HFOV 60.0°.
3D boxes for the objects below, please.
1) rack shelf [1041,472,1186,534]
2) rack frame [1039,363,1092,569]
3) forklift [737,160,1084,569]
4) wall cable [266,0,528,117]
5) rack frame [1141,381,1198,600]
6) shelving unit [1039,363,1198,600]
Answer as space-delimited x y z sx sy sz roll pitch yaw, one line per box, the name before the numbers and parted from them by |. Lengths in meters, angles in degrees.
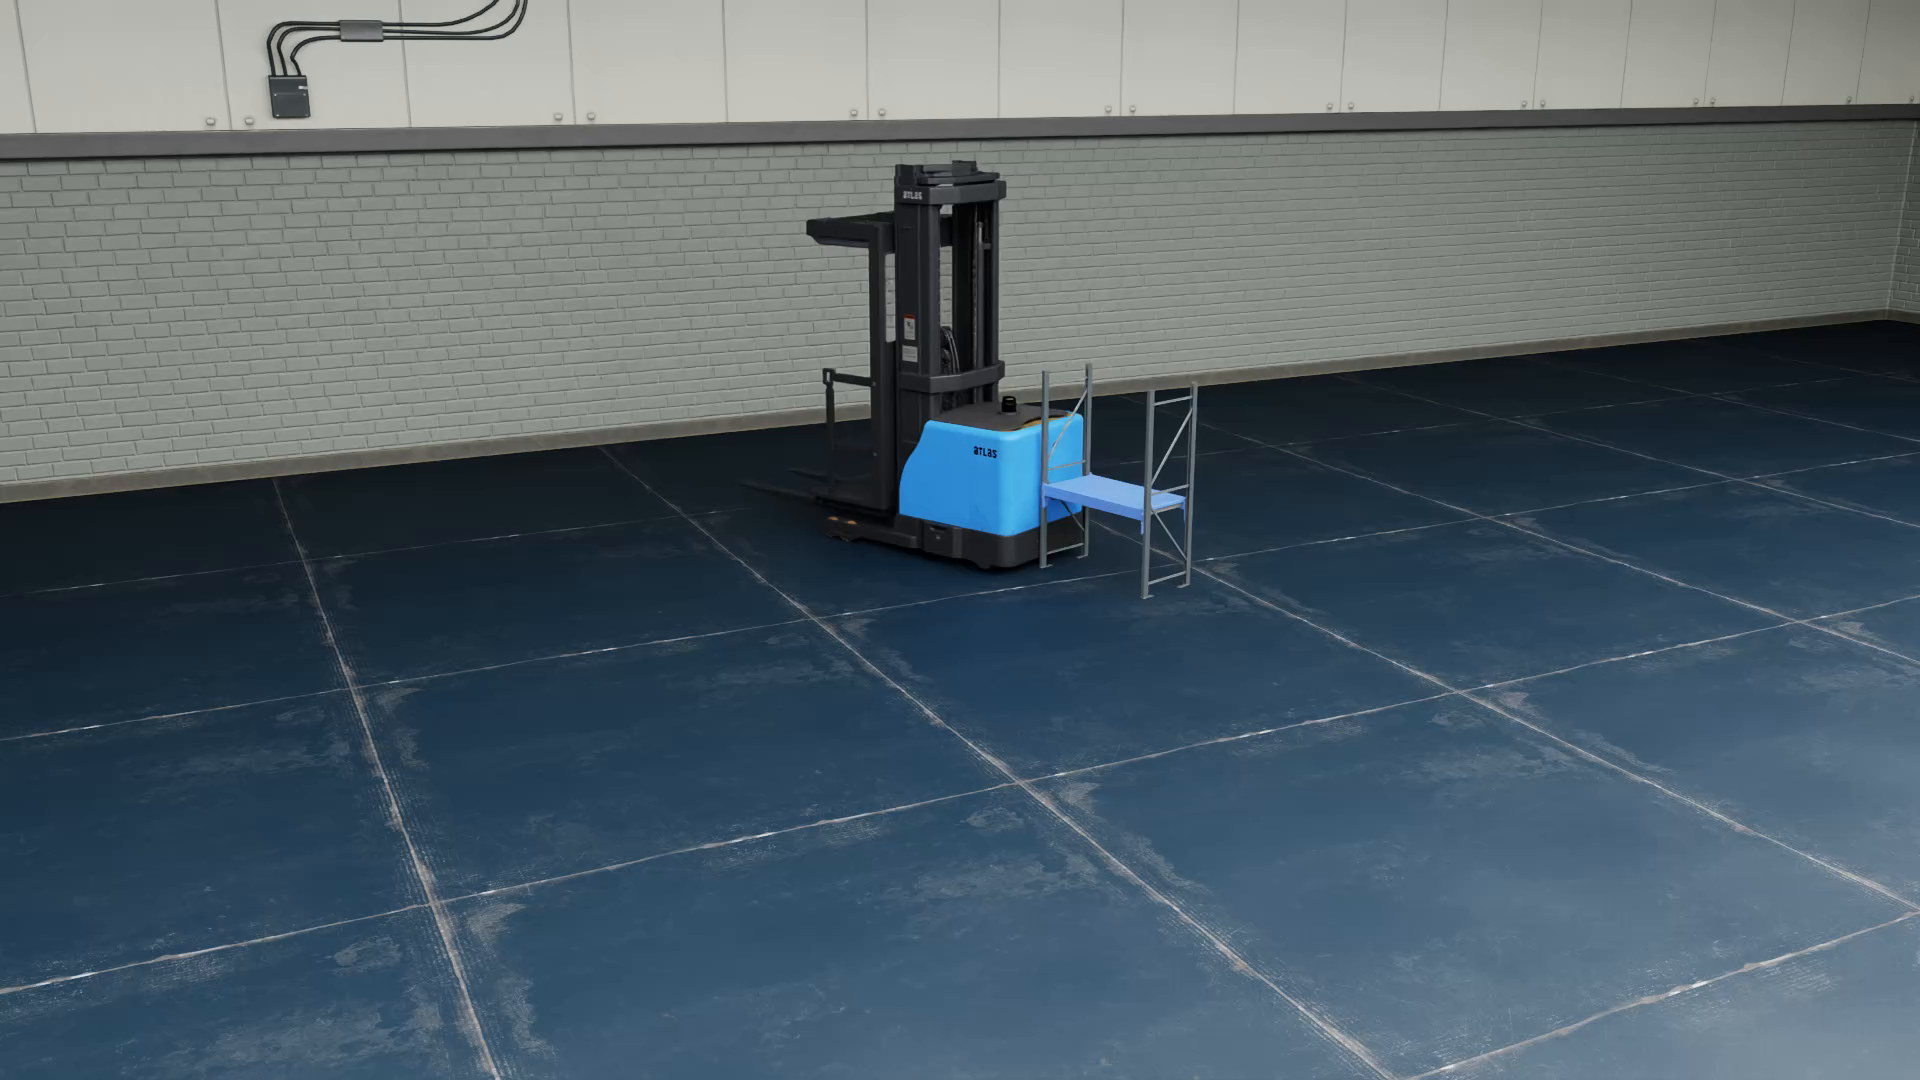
rack shelf | 1.135 -0.278 12.154 0.538 0.185 1.000 -14 21 -40
rack frame | 0.793 -0.555 12.466 0.500 1.500 0.032 -14 21 -40
forklift | -0.505 -1.498 13.157 3.031 2.935 1.130 12 20 37
wall cable | -4.951 -6.711 14.156 2.305 6.003 0.169 -8 18 -25
rack frame | 1.477 -0.347 11.742 0.500 1.500 0.032 -14 21 -40
shelving unit | 1.135 -0.451 12.104 0.538 1.500 1.048 -14 21 -40
